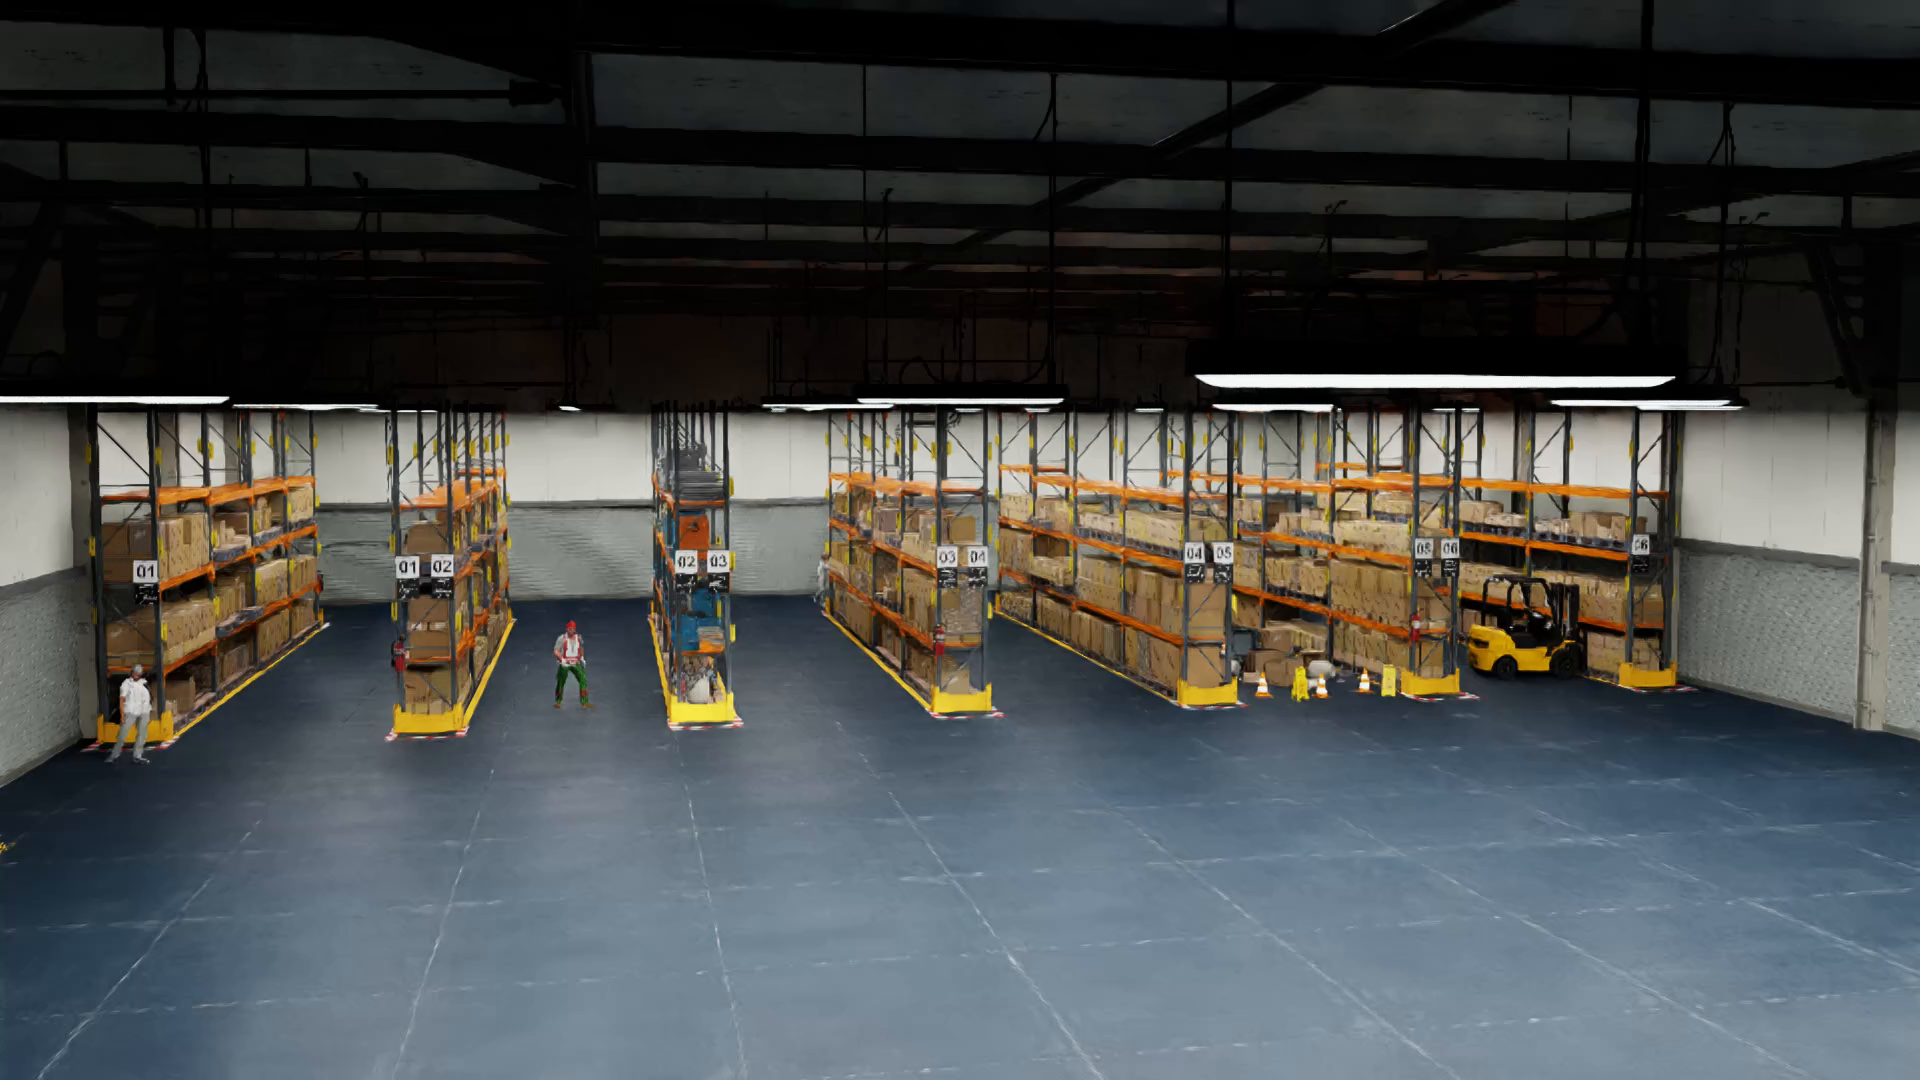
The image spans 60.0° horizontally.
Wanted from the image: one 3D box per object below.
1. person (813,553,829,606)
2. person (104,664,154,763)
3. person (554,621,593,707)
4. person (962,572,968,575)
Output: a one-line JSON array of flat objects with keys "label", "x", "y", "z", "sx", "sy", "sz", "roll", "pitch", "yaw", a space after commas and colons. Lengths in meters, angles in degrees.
[{"label": "person", "x": -4.163, "y": 1.173, "z": 49.908, "sx": 0.491, "sy": 1.590, "sz": 0.474, "roll": 4, "pitch": 6, "yaw": 39}, {"label": "person", "x": -13.609, "y": 2.849, "z": 27.206, "sx": 0.539, "sy": 1.656, "sz": 0.692, "roll": 3, "pitch": 5, "yaw": 36}, {"label": "person", "x": -7.599, "y": 2.409, "z": 32.434, "sx": 0.686, "sy": 1.716, "sz": 0.829, "roll": -2, "pitch": 5, "yaw": -29}, {"label": "person", "x": 0.290, "y": 1.372, "z": 46.245, "sx": 0.598, "sy": 1.698, "sz": 1.193, "roll": -1, "pitch": 4, "yaw": -10}]
